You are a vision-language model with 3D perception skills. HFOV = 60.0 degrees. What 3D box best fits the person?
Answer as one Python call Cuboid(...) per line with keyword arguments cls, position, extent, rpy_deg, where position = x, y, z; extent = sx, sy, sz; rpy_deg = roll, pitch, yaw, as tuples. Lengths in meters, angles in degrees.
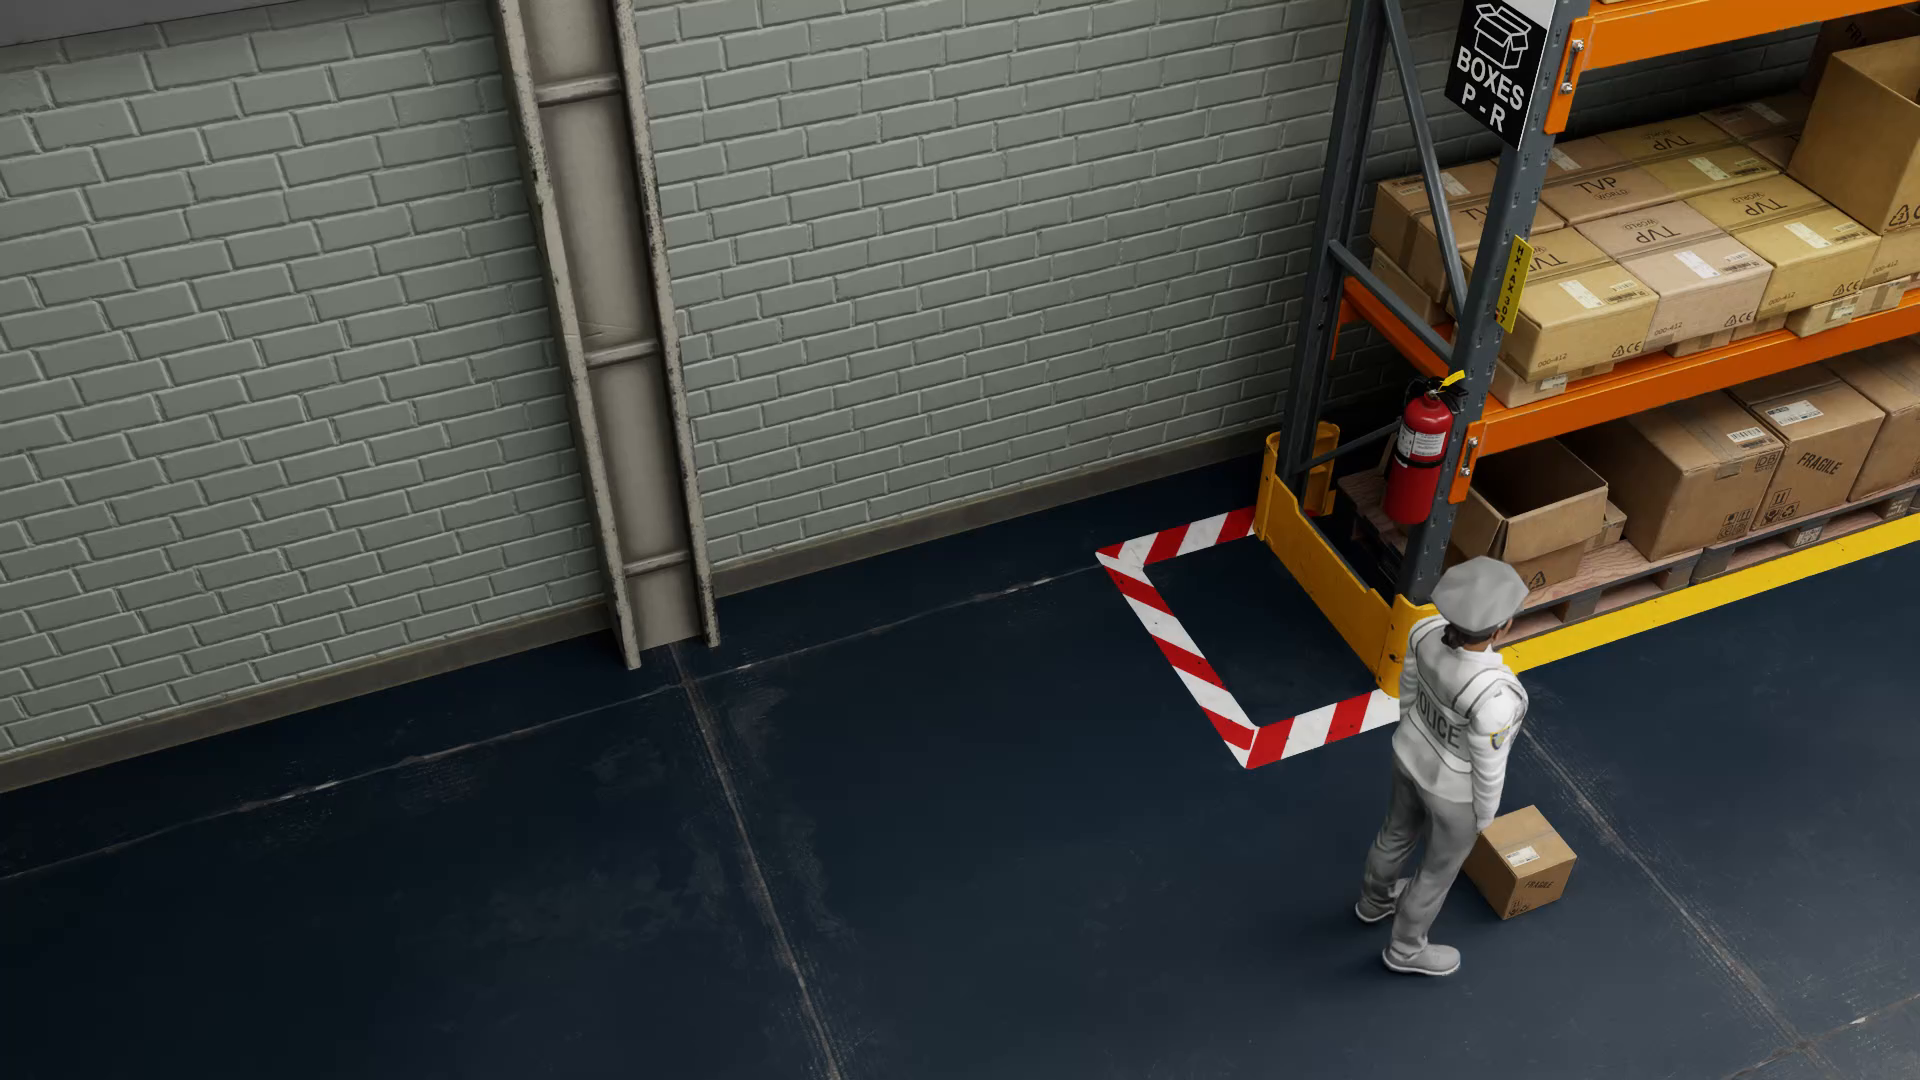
Cuboid(cls="person", position=(14.241, -0.498, 3.580), extent=(23.569, 5.885, 10.778), rpy_deg=(-15, 44, -16))
